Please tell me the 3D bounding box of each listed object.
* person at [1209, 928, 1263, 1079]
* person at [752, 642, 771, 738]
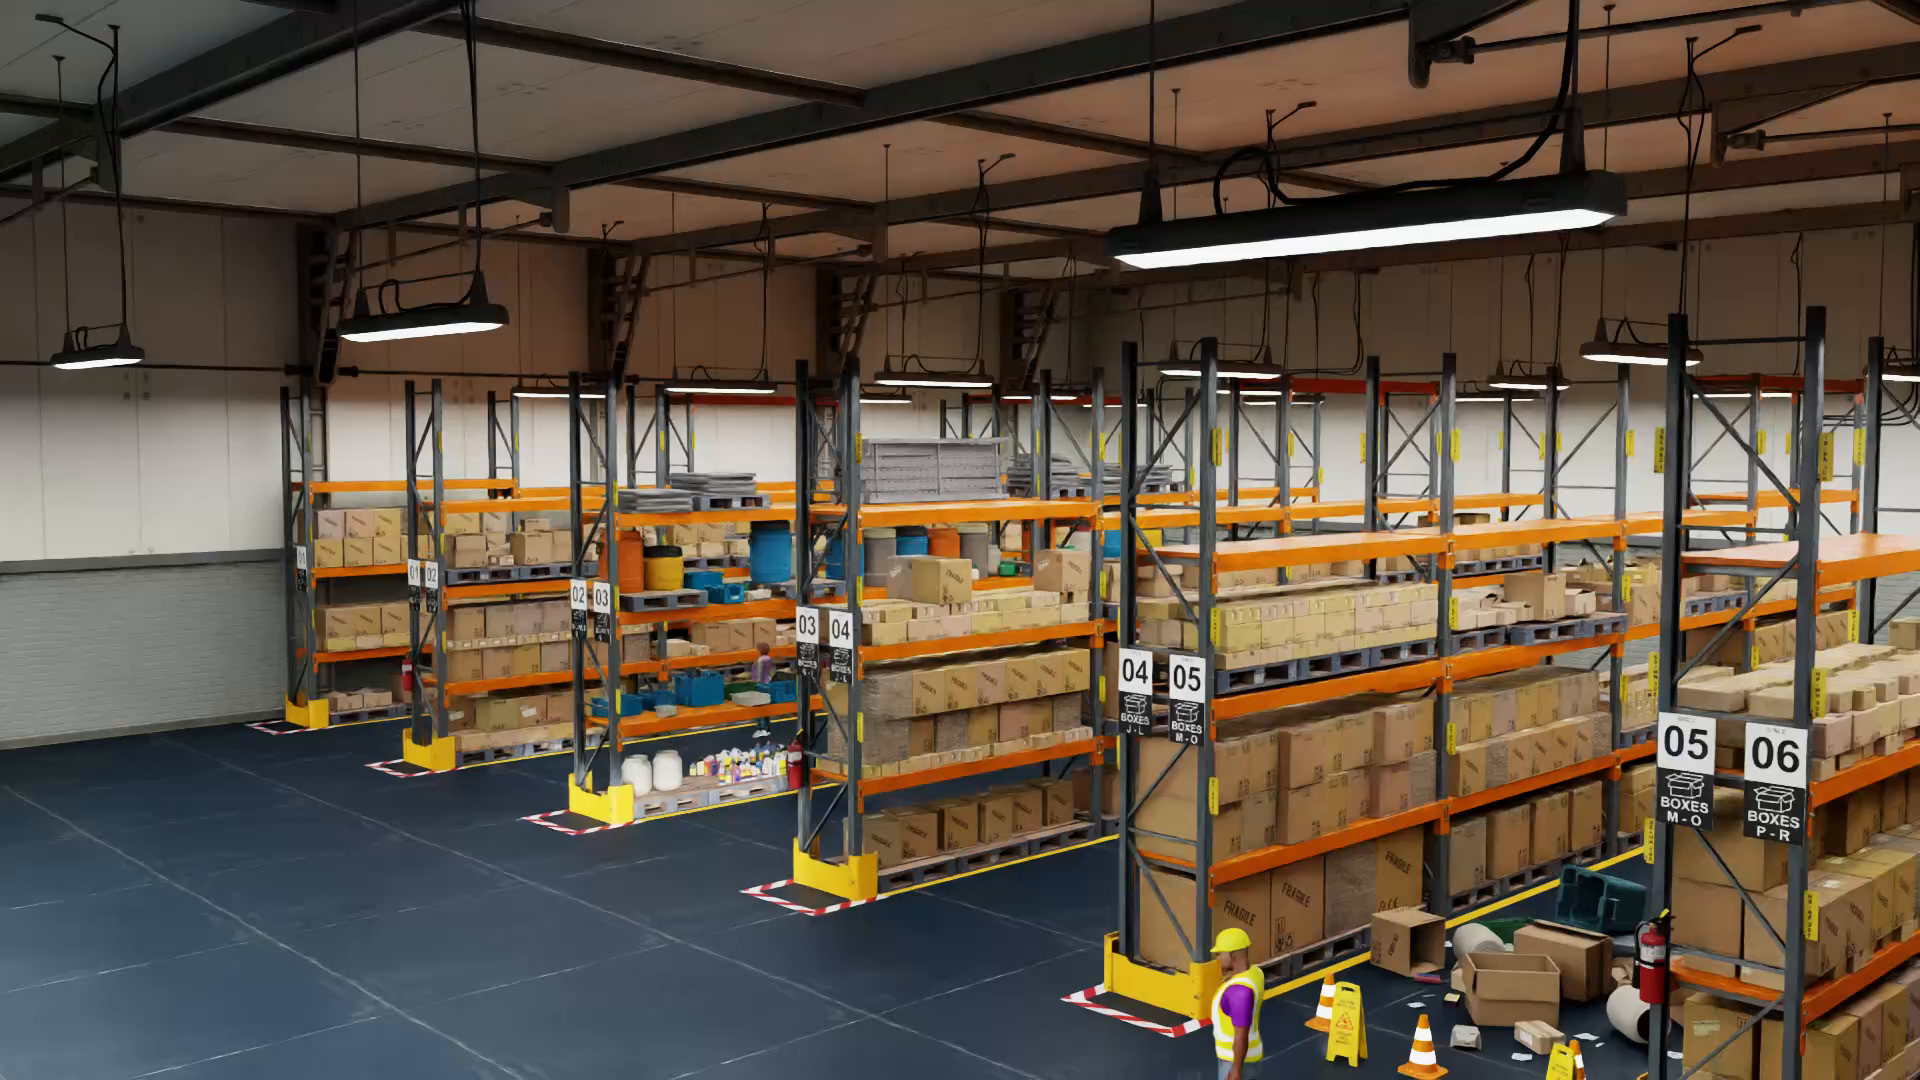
[{"bbox_3d":[1.859,3.539,11.456,0.455,1.763,0.634,0,4,7],"label":"person"},{"bbox_3d":[-3.387,2.552,28.392,0.321,1.620,0.450,2,4,23],"label":"person"}]
